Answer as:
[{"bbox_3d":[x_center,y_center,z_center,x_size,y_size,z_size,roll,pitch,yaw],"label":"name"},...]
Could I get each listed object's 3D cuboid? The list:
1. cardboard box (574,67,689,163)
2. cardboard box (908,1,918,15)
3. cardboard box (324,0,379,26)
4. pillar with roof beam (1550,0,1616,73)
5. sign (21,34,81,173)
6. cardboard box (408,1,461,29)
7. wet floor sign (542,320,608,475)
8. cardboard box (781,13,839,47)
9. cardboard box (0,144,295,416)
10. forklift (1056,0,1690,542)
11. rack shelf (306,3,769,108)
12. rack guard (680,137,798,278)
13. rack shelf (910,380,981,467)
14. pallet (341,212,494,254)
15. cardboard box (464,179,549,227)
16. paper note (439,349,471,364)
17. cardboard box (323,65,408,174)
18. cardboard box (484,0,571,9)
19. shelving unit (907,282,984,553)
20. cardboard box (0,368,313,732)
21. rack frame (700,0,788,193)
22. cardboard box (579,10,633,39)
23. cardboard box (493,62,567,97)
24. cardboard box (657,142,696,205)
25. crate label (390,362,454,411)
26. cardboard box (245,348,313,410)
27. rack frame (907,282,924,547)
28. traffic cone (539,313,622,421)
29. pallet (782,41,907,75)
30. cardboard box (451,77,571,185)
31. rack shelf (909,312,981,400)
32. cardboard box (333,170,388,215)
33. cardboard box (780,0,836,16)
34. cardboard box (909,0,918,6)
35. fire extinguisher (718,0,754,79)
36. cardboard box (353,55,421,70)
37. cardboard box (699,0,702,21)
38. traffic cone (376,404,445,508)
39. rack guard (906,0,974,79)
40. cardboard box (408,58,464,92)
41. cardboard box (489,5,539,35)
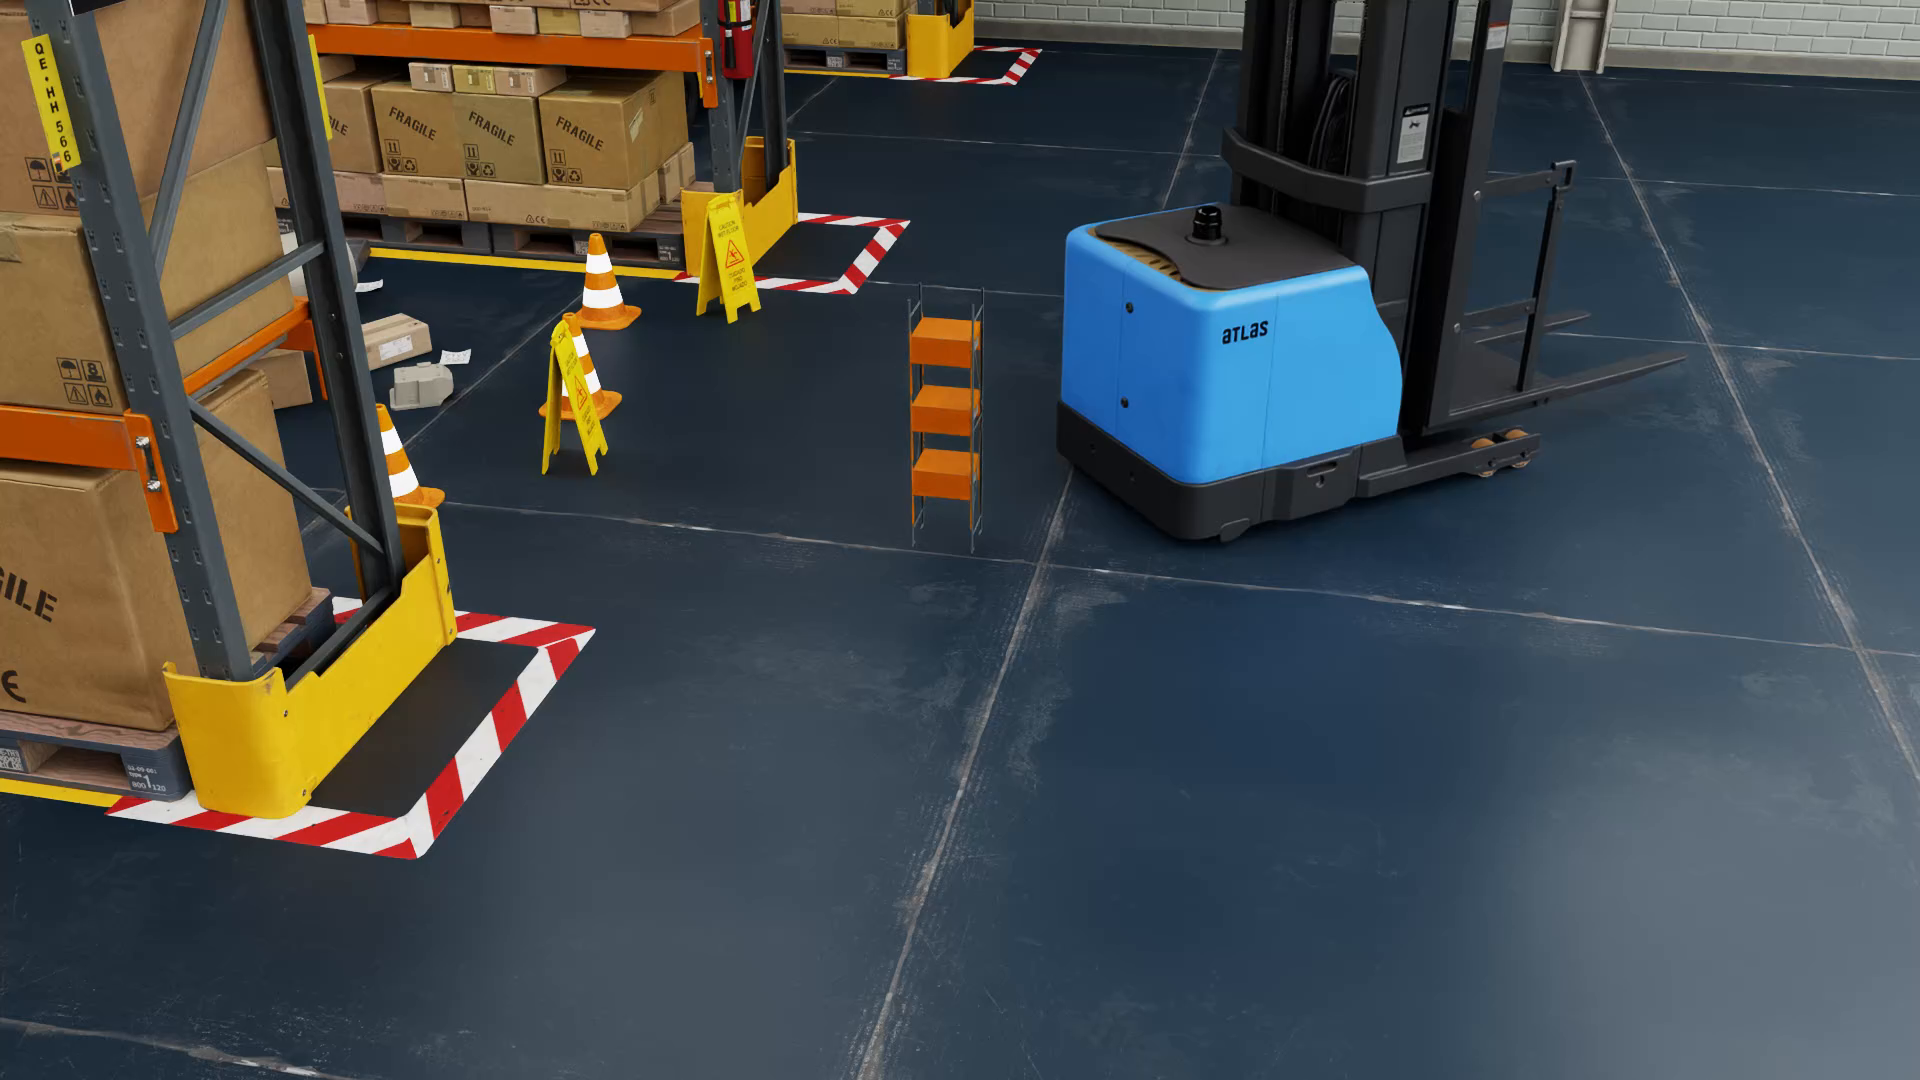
[{"bbox_3d":[-1.969,-2.591,10.004,0.500,0.500,0.500,5,29,9],"label":"cardboard box"},{"bbox_3d":[-0.621,-4.521,14.311,0.500,0.250,0.500,6,29,11],"label":"cardboard box"},{"bbox_3d":[-3.384,-3.035,9.431,0.250,0.149,0.380,6,29,10],"label":"cardboard box"},{"bbox_3d":[4.294,-5.903,8.162,0.400,9.000,9.100,6,29,11],"label":"pillar with roof beam"},{"bbox_3d":[-2.276,-1.094,4.173,0.005,0.325,0.100,6,29,11],"label":"sign"},{"bbox_3d":[-2.890,-2.993,9.355,0.250,0.149,0.380,6,29,10],"label":"cardboard box"},{"bbox_3d":[-1.708,-0.630,7.229,0.232,0.644,0.267,1,29,2],"label":"wet floor sign"},{"bbox_3d":[-1.191,-4.333,13.968,0.500,0.250,0.500,6,29,11],"label":"cardboard box"},{"bbox_3d":[-2.522,-0.818,4.964,0.550,0.550,0.875,6,29,11],"label":"cardboard box"},{"bbox_3d":[1.970,-1.768,6.926,3.031,2.935,1.130,-14,32,-24],"label":"forklift"},{"bbox_3d":[-3.170,-2.956,9.774,4.000,0.370,1.077,6,29,11],"label":"rack shelf"},{"bbox_3d":[-1.289,-1.982,9.850,0.348,0.500,1.175,6,29,11],"label":"rack guard"},{"bbox_3d":[-0.052,-0.457,6.513,0.240,0.259,0.215,6,29,11],"label":"rack shelf"},{"bbox_3d":[-3.265,-2.077,10.323,1.213,0.211,1.003,6,29,11],"label":"pallet"},{"bbox_3d":[-2.566,-2.059,9.814,0.500,0.250,0.500,6,29,11],"label":"cardboard box"},{"bbox_3d":[-2.555,-0.928,8.414,0.142,0.019,0.148,-4,29,-7],"label":"paper note"},{"bbox_3d":[-3.573,-2.492,9.823,0.500,0.500,0.500,7,30,13],"label":"cardboard box"},{"bbox_3d":[-2.292,-3.222,9.099,0.500,0.500,0.500,6,29,11],"label":"cardboard box"},{"bbox_3d":[-0.052,-0.466,6.508,0.252,1.050,0.215,6,29,11],"label":"shelving unit"},{"bbox_3d":[-2.826,-0.025,5.448,0.875,0.875,0.875,6,29,11],"label":"cardboard box"},{"bbox_3d":[-1.215,-3.071,9.235,0.127,3.000,1.000,6,29,11],"label":"rack frame"},{"bbox_3d":[-1.896,-2.871,9.132,0.250,0.149,0.380,6,29,10],"label":"cardboard box"},{"bbox_3d":[-2.426,-2.625,9.392,0.250,0.149,0.380,7,29,12],"label":"cardboard box"},{"bbox_3d":[-1.946,-2.260,10.180,0.500,0.250,0.500,6,29,10],"label":"cardboard box"},{"bbox_3d":[-2.586,-0.747,7.971,0.298,0.136,0.250,-9,30,-16],"label":"crate label"},{"bbox_3d":[-3.461,-0.963,7.985,0.637,0.503,0.797,-14,32,-24],"label":"cardboard box"},{"bbox_3d":[-0.172,-0.478,6.530,0.008,1.050,0.200,6,29,11],"label":"rack frame"},{"bbox_3d":[-1.804,-0.840,7.802,0.334,0.463,0.336,6,29,11],"label":"traffic cone"},{"bbox_3d":[-0.938,-4.236,14.268,1.213,0.211,1.003,6,29,11],"label":"pallet"},{"bbox_3d":[-2.564,-2.386,9.630,0.500,0.500,0.500,7,29,12],"label":"cardboard box"},{"bbox_3d":[-0.052,-0.705,6.377,0.240,0.259,0.215,6,29,11],"label":"rack shelf"},{"bbox_3d":[-3.562,-2.164,10.005,0.500,0.250,0.500,5,29,10],"label":"cardboard box"},{"bbox_3d":[-1.211,-4.557,13.855,0.500,0.250,0.500,6,29,10],"label":"cardboard box"},{"bbox_3d":[-0.598,-4.744,14.198,0.500,0.250,0.500,6,29,11],"label":"cardboard box"},{"bbox_3d":[-1.199,-2.809,8.838,0.183,0.674,0.296,6,29,11],"label":"fire extinguisher"},{"bbox_3d":[-3.495,-2.745,10.285,0.500,0.500,0.500,7,30,13],"label":"cardboard box"},{"bbox_3d":[-1.504,-3.092,9.535,0.250,0.149,0.380,6,29,11],"label":"cardboard box"},{"bbox_3d":[-2.372,-0.343,6.895,0.334,0.463,0.336,6,29,11],"label":"traffic cone"},{"bbox_3d":[-0.158,-4.303,14.090,0.348,0.500,1.175,6,29,11],"label":"rack guard"},{"bbox_3d":[-2.928,-2.679,9.490,0.250,0.149,0.380,7,29,13],"label":"cardboard box"},{"bbox_3d":[-2.400,-2.918,9.218,0.250,0.149,0.380,6,29,11],"label":"cardboard box"}]
